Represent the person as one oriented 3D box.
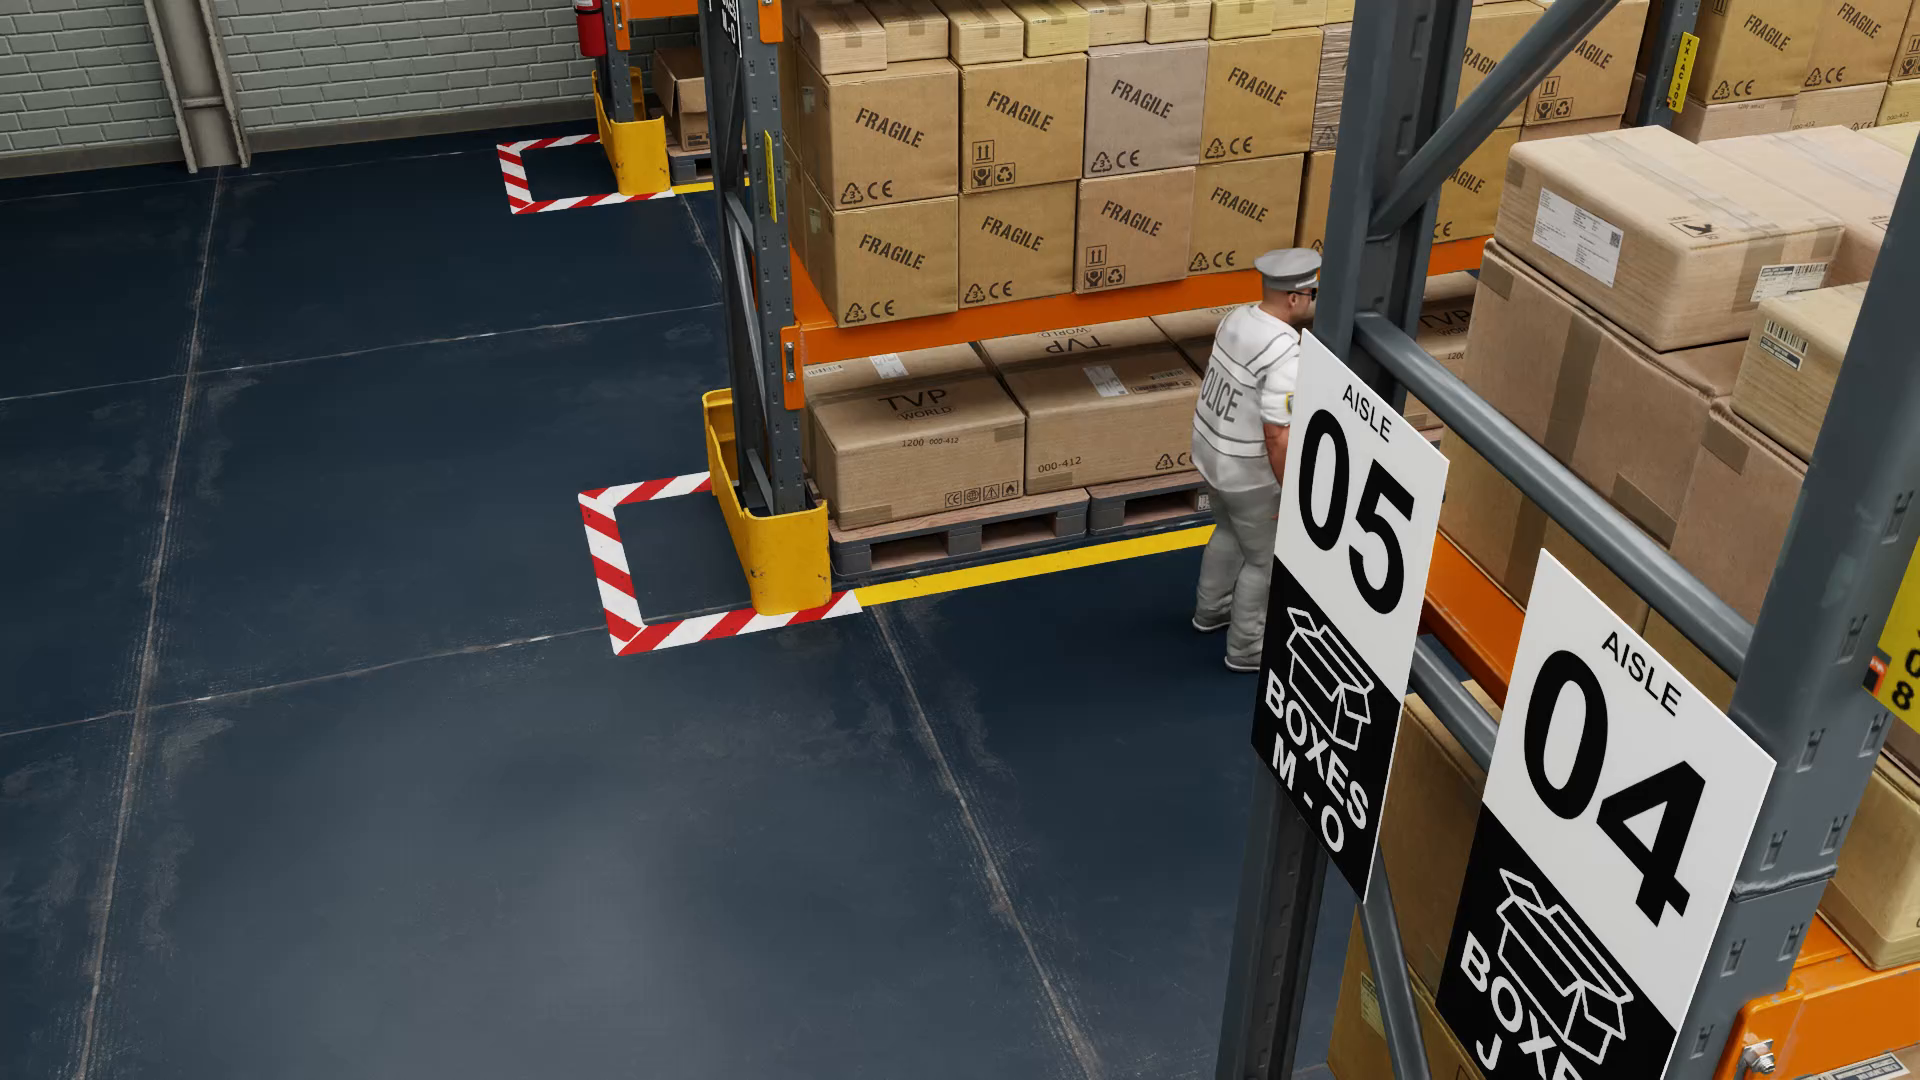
[{"bbox_3d":[1.152,-0.303,6.589,0.436,1.748,0.586,-10,35,-14],"label":"person"}]
